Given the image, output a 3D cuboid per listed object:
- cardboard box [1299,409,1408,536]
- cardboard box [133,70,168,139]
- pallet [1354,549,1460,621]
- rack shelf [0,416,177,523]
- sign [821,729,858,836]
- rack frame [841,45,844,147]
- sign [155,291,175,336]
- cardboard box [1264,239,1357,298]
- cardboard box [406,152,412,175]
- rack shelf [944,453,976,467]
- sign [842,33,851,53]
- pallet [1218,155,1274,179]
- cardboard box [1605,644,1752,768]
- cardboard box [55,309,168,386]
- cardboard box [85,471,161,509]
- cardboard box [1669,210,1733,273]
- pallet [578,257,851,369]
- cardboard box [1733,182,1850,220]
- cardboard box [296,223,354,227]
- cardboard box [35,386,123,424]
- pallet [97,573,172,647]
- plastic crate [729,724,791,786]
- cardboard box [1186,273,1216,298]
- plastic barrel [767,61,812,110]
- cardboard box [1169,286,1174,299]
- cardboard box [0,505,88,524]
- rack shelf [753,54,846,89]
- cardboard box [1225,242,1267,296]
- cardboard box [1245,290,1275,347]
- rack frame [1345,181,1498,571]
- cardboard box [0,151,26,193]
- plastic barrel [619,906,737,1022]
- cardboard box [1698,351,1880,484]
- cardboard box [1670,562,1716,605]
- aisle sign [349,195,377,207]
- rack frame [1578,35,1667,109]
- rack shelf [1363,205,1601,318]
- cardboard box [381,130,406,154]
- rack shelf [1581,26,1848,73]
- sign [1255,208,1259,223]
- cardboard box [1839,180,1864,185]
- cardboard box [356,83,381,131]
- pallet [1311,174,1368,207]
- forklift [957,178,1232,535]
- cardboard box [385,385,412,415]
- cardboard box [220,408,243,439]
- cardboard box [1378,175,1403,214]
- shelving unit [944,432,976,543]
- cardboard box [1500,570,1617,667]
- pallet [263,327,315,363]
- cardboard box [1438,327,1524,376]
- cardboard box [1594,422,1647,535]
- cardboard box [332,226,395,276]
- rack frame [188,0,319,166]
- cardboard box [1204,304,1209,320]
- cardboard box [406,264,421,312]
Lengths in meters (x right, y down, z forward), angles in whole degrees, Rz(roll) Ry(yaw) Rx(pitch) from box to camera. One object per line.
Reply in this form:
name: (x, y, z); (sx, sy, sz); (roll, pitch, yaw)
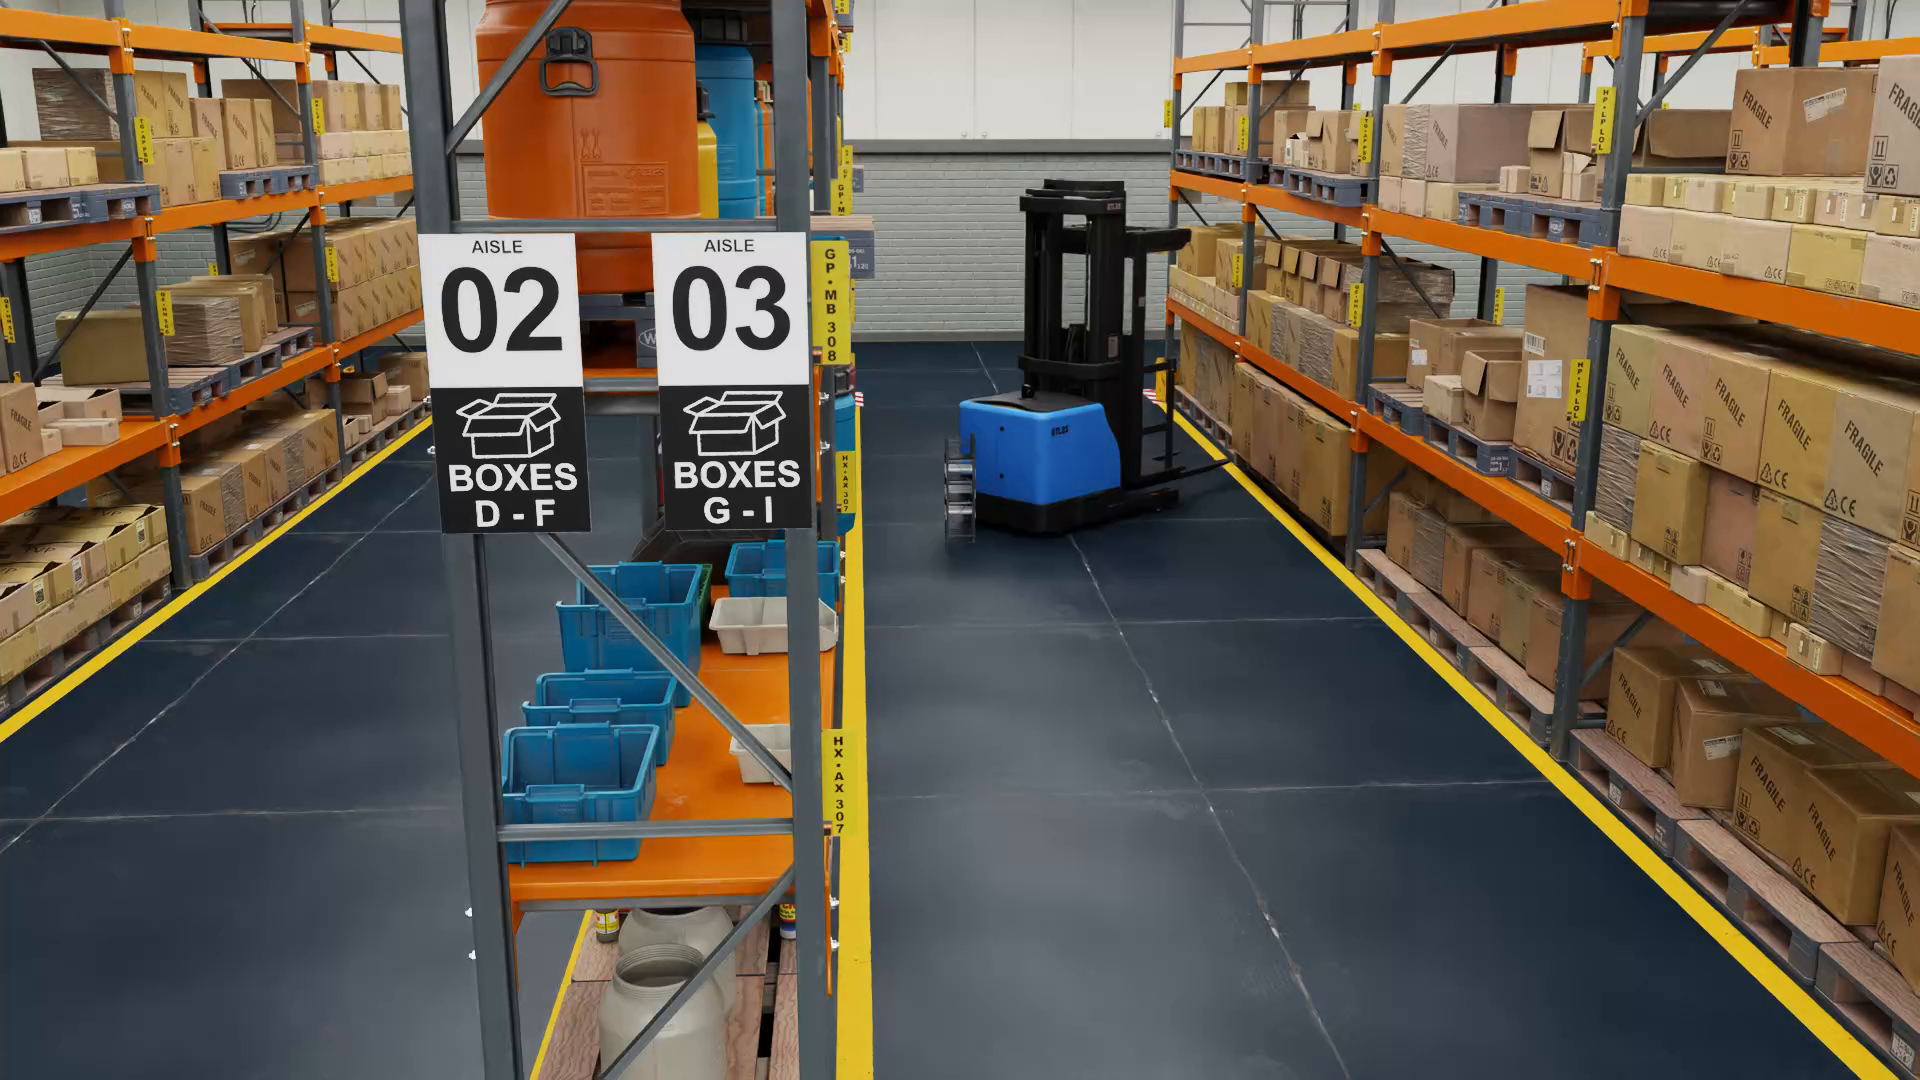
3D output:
cardboard box: (3.533, -0.576, 13.668); (1.225, 0.875, 0.875); (-2, 15, -6)
cardboard box: (-6.384, -3.299, 12.601); (0.500, 0.500, 0.500); (-1, 14, -3)
pallet: (3.602, 0.315, 12.379); (1.003, 0.211, 1.213); (-1, 14, -3)
rack shelf: (-6.208, -0.232, 10.353); (1.077, 0.370, 4.000); (-1, 14, -3)
sign: (-0.343, 0.695, 4.752); (0.100, 0.325, 0.005); (-1, 14, -3)
rack frame: (-1.884, -6.049, 19.475); (1.000, 3.000, 0.127); (-1, 14, -3)
sign: (-5.778, -1.648, 12.089); (0.100, 0.325, 0.005); (-1, 14, -3)
cardboard box: (3.355, -2.600, 15.899); (0.797, 0.503, 0.637); (-1, 14, -5)
cardboard box: (-6.533, -4.324, 19.094); (0.500, 0.250, 0.500); (-1, 14, -3)
rack shelf: (0.000, -0.667, 13.863); (0.258, 0.077, 0.200); (-1, 14, -3)
sign: (-1.336, -5.905, 19.564); (0.100, 0.325, 0.005); (-1, 14, -3)
pallet: (3.267, -3.838, 17.082); (1.003, 0.211, 1.213); (-1, 14, -3)
cardboard box: (3.788, 0.872, 8.791); (0.500, 0.500, 0.500); (-1, 14, -5)
cardboard box: (-6.484, -1.485, 12.734); (0.700, 0.500, 0.500); (-6, 16, -22)
cardboard box: (-6.624, -0.310, 13.343); (0.500, 0.500, 0.500); (0, 14, -1)
cardboard box: (3.613, -1.368, 7.604); (0.500, 0.250, 0.500); (-1, 14, -4)
pallet: (-0.846, -0.732, 5.213); (1.003, 0.211, 1.213); (-1, 14, -3)
cardboard box: (3.584, -1.462, 7.170); (0.380, 0.149, 0.250); (-1, 14, -4)
cardboard box: (-6.997, -3.231, 18.359); (0.500, 0.500, 0.500); (-1, 14, -3)
cardboard box: (-6.353, -0.944, 11.853); (0.500, 0.311, 0.500); (0, 14, 0)
pallet: (-6.320, 0.478, 11.746); (1.003, 0.211, 1.213); (-1, 14, -3)
plastic crate: (-0.627, 0.736, 5.675); (0.298, 0.136, 0.250); (-1, 14, -3)
cardboard box: (2.886, -2.913, 19.034); (0.500, 0.250, 0.500); (-1, 14, -5)
plastic barrel: (-1.377, -3.625, 14.227); (0.600, 0.901, 0.708); (-1, 14, -3)
cardboard box: (2.752, -3.005, 20.188); (0.380, 0.149, 0.250); (-1, 14, -3)
cardboard box: (-6.593, -0.087, 11.893); (0.500, 0.311, 0.500); (0, 14, -2)
rack shelf: (-1.760, -5.009, 17.682); (1.077, 0.370, 4.000); (-1, 14, -3)
cardboard box: (3.012, -2.770, 16.970); (0.500, 0.500, 0.500); (0, 14, -2)
cardboard box: (3.087, -2.155, 16.182); (0.500, 0.500, 0.500); (-1, 14, -3)
rack frame: (3.555, -1.230, 12.787); (1.000, 3.000, 0.127); (-1, 14, -3)
cardboard box: (-6.173, -2.277, 10.295); (0.500, 0.250, 0.500); (-1, 14, -5)
plastic barrel: (-1.041, 1.550, 6.131); (0.421, 0.512, 0.421); (0, 14, 0)
cardboard box: (3.640, -0.547, 7.330); (0.500, 0.500, 0.500); (-1, 14, -3)
cardboard box: (3.561, 0.193, 7.759); (0.380, 0.149, 0.250); (-1, 14, -3)
aisle sign: (-7.125, -4.339, 19.654); (0.394, 0.787, 0.004); (-1, 14, -3)
rack frame: (8.016, -6.176, 19.973); (1.000, 3.000, 0.127); (-1, 14, -3)
rack shelf: (3.679, -1.837, 10.570); (1.077, 0.370, 4.000); (-1, 14, -3)
cardboard box: (-6.510, -4.442, 18.547); (0.500, 0.250, 0.500); (-1, 14, -3)
rack shelf: (8.140, -5.329, 18.129); (1.077, 0.370, 4.000); (-1, 14, -3)
sign: (3.602, -3.900, 20.365); (0.100, 0.325, 0.005); (-1, 14, -3)
cardboard box: (4.182, -1.535, 7.453); (0.380, 0.149, 0.250); (-1, 14, -5)
cardboard box: (-6.695, -4.677, 17.958); (0.700, 0.500, 0.500); (-1, 14, -3)
pallet: (3.463, -2.751, 13.056); (1.213, 0.211, 1.003); (0, 14, -1)
forklift: (1.355, -1.763, 14.995); (1.130, 2.935, 3.031); (13, 20, 42)
cardboard box: (-6.519, -1.581, 18.786); (0.500, 0.250, 0.500); (-1, 14, -3)
cardboard box: (-6.731, -1.066, 14.777); (0.500, 0.250, 0.500); (-1, 14, -3)
cardboard box: (3.330, -2.489, 11.963); (0.500, 0.250, 0.500); (-1, 14, -2)
shelving unit: (0.000, -0.438, 13.922); (0.258, 0.900, 0.210); (-1, 14, -3)
cardboard box: (3.776, 0.490, 10.235); (0.700, 0.500, 0.500); (-1, 14, -4)
pallet: (-6.639, -1.779, 15.308); (1.003, 0.211, 1.213); (-1, 14, -3)
cardboard box: (3.763, -1.211, 11.669); (0.700, 0.500, 0.500); (1, 14, 5)
cardboard box: (3.769, -0.315, 8.433); (0.875, 0.500, 0.500); (-1, 14, -3)
cardboard box: (-6.425, -3.112, 17.893); (0.500, 0.500, 0.500); (0, 14, -2)
rack frame: (-6.580, -4.978, 15.315); (1.000, 3.000, 0.127); (-1, 14, -3)
cardboard box: (2.882, -2.494, 18.202); (0.380, 0.149, 0.250); (-1, 14, -4)
cardboard box: (-6.493, -2.880, 18.999); (0.500, 0.500, 0.500); (-1, 14, -3)
